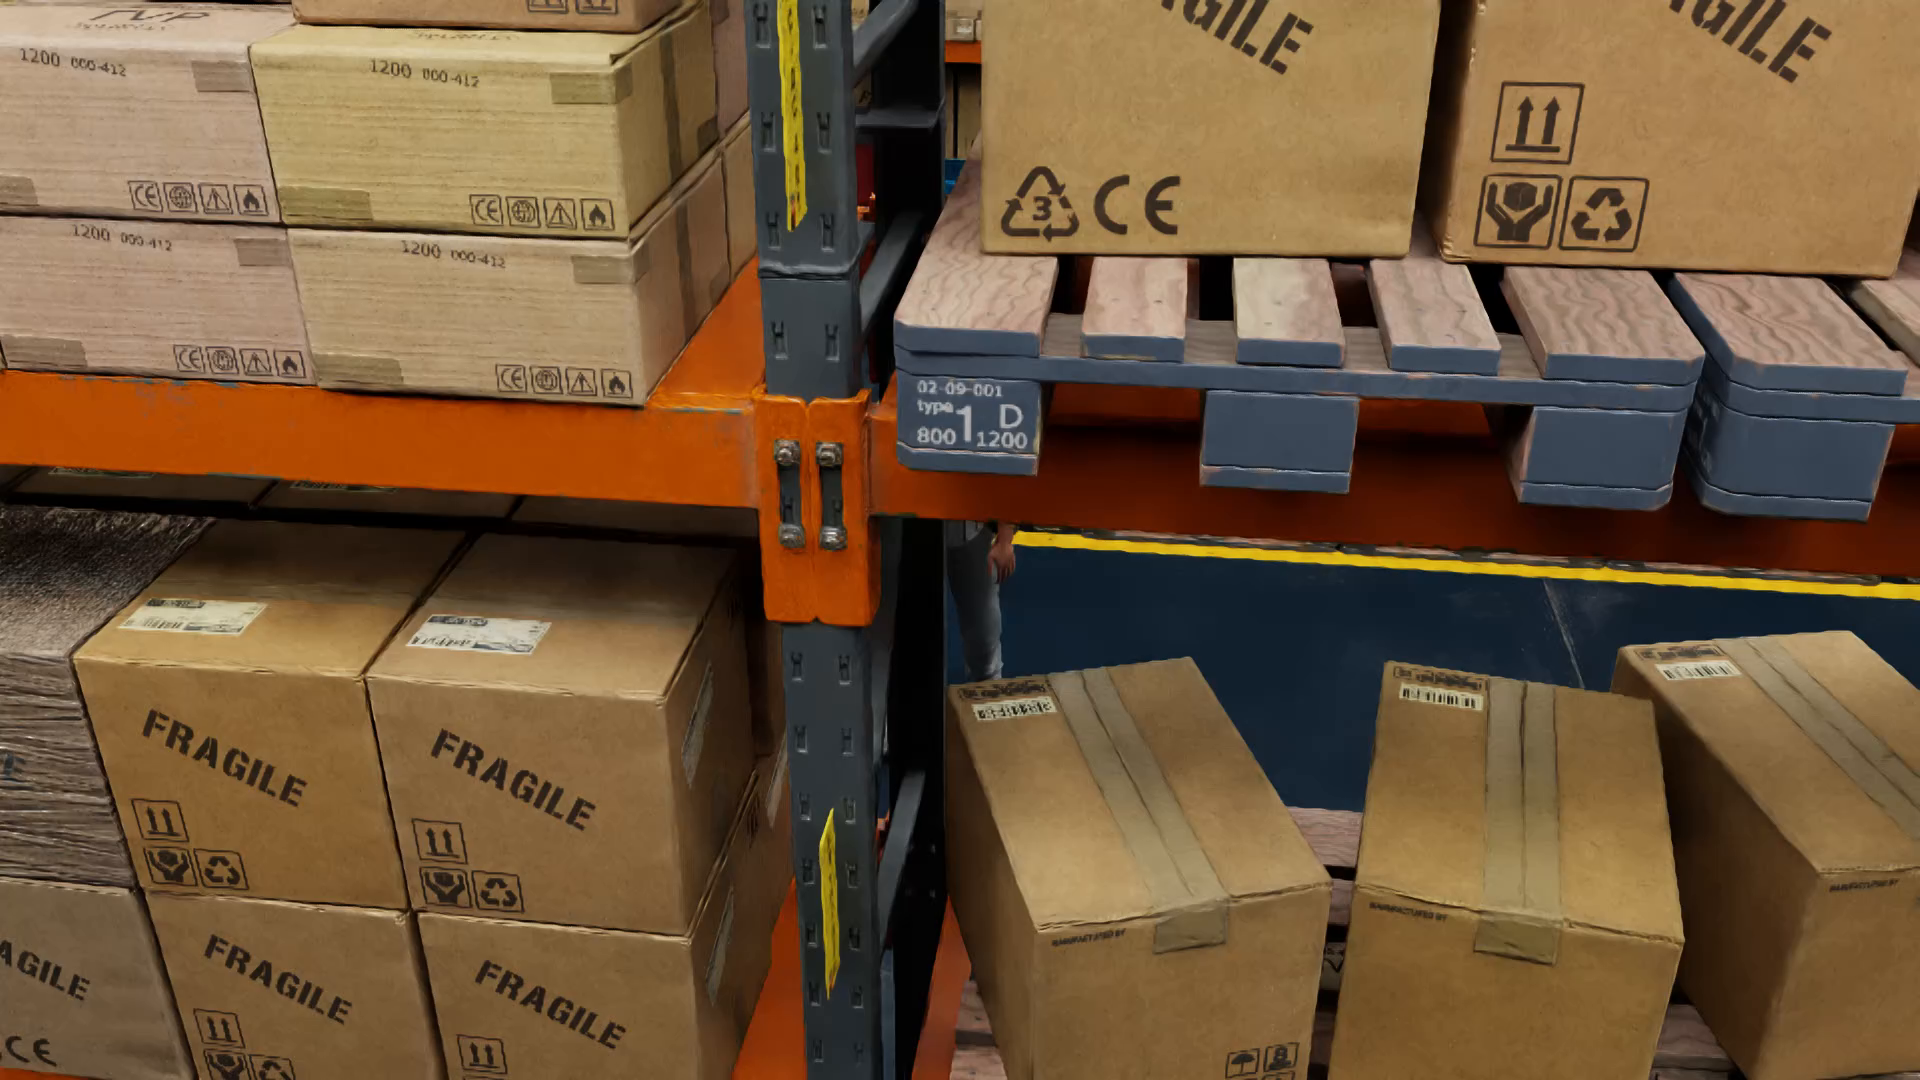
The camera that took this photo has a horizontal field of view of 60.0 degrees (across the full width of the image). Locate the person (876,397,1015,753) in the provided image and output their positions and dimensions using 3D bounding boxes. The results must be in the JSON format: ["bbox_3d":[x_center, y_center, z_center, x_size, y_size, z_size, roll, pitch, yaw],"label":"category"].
[{"bbox_3d":[-0.107,-0.041,6.135,0.672,1.752,0.585,8,29,15],"label":"person"}]
